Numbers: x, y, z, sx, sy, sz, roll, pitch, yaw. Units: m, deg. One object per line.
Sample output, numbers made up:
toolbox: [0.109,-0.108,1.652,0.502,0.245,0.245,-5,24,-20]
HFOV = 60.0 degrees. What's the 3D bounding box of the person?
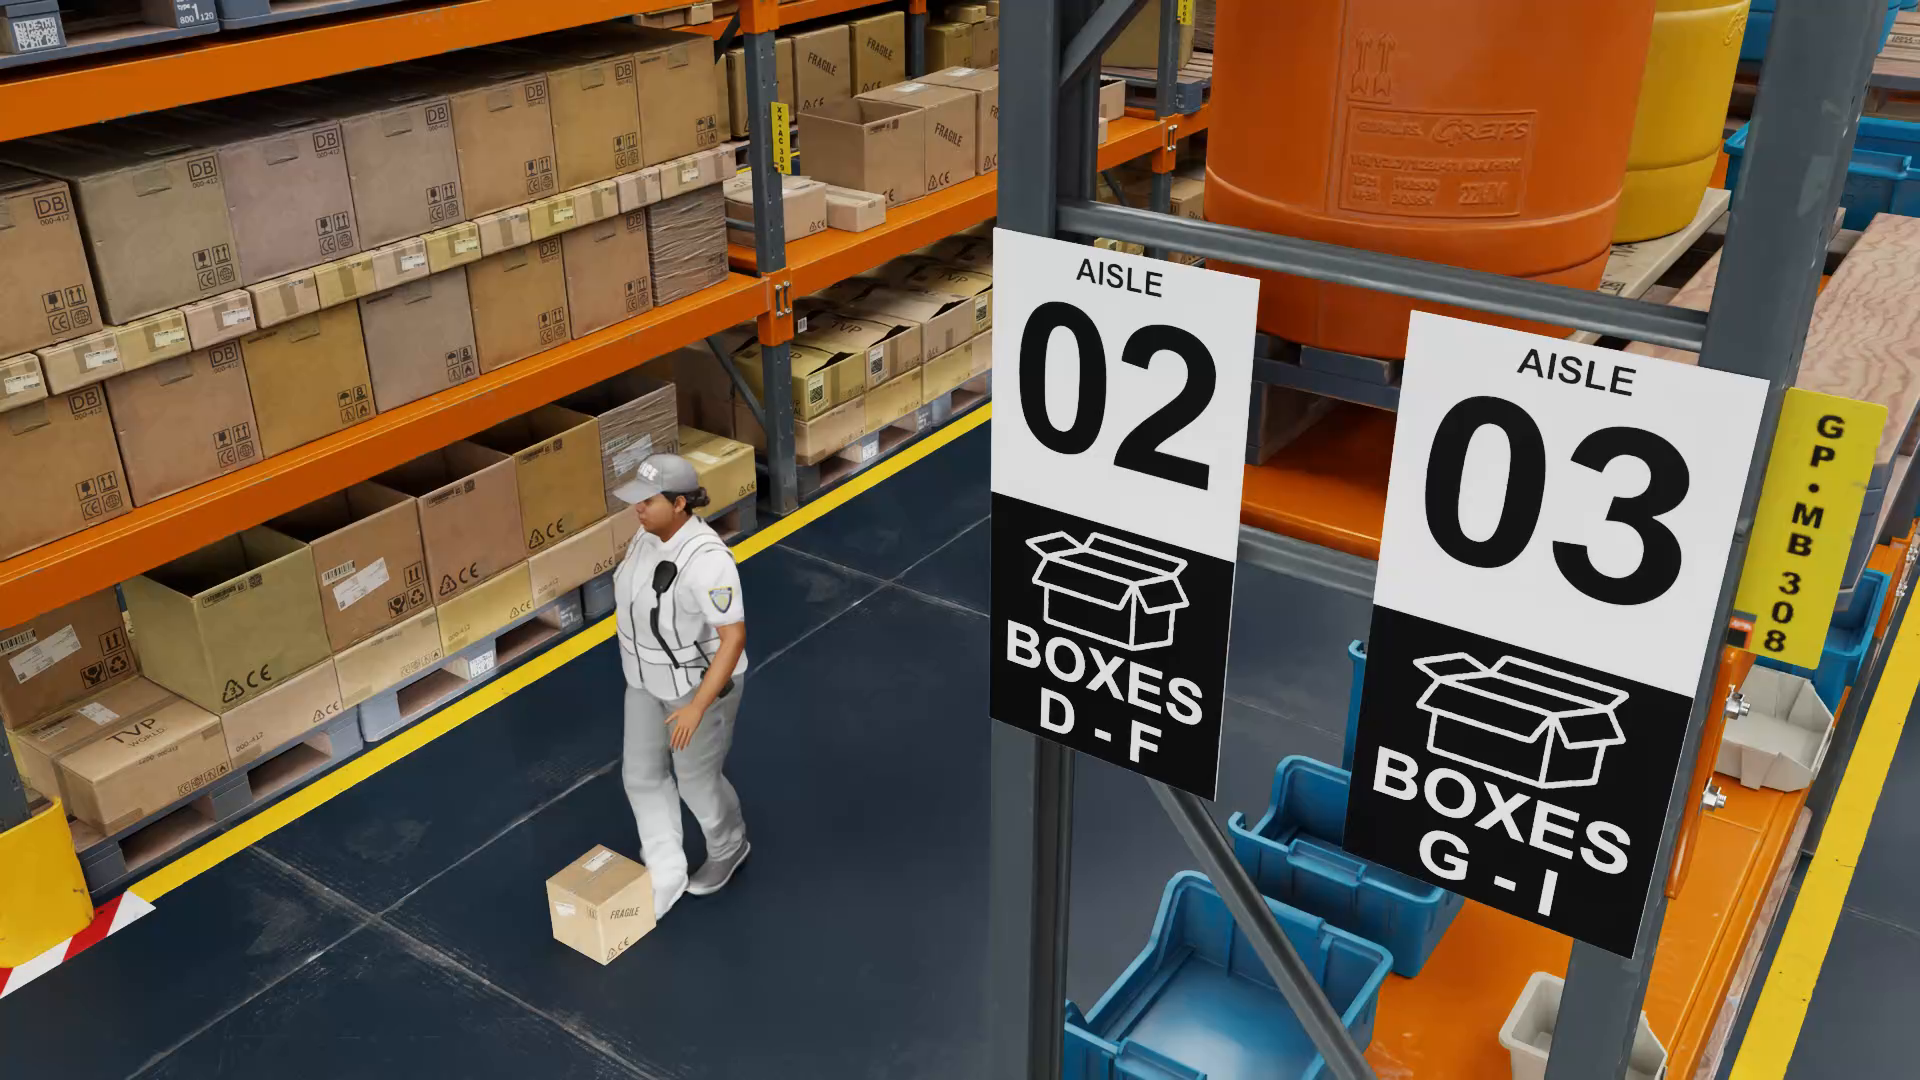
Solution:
person: [-1.008,0.537,5.655,0.655,1.726,0.563,21,34,35]
